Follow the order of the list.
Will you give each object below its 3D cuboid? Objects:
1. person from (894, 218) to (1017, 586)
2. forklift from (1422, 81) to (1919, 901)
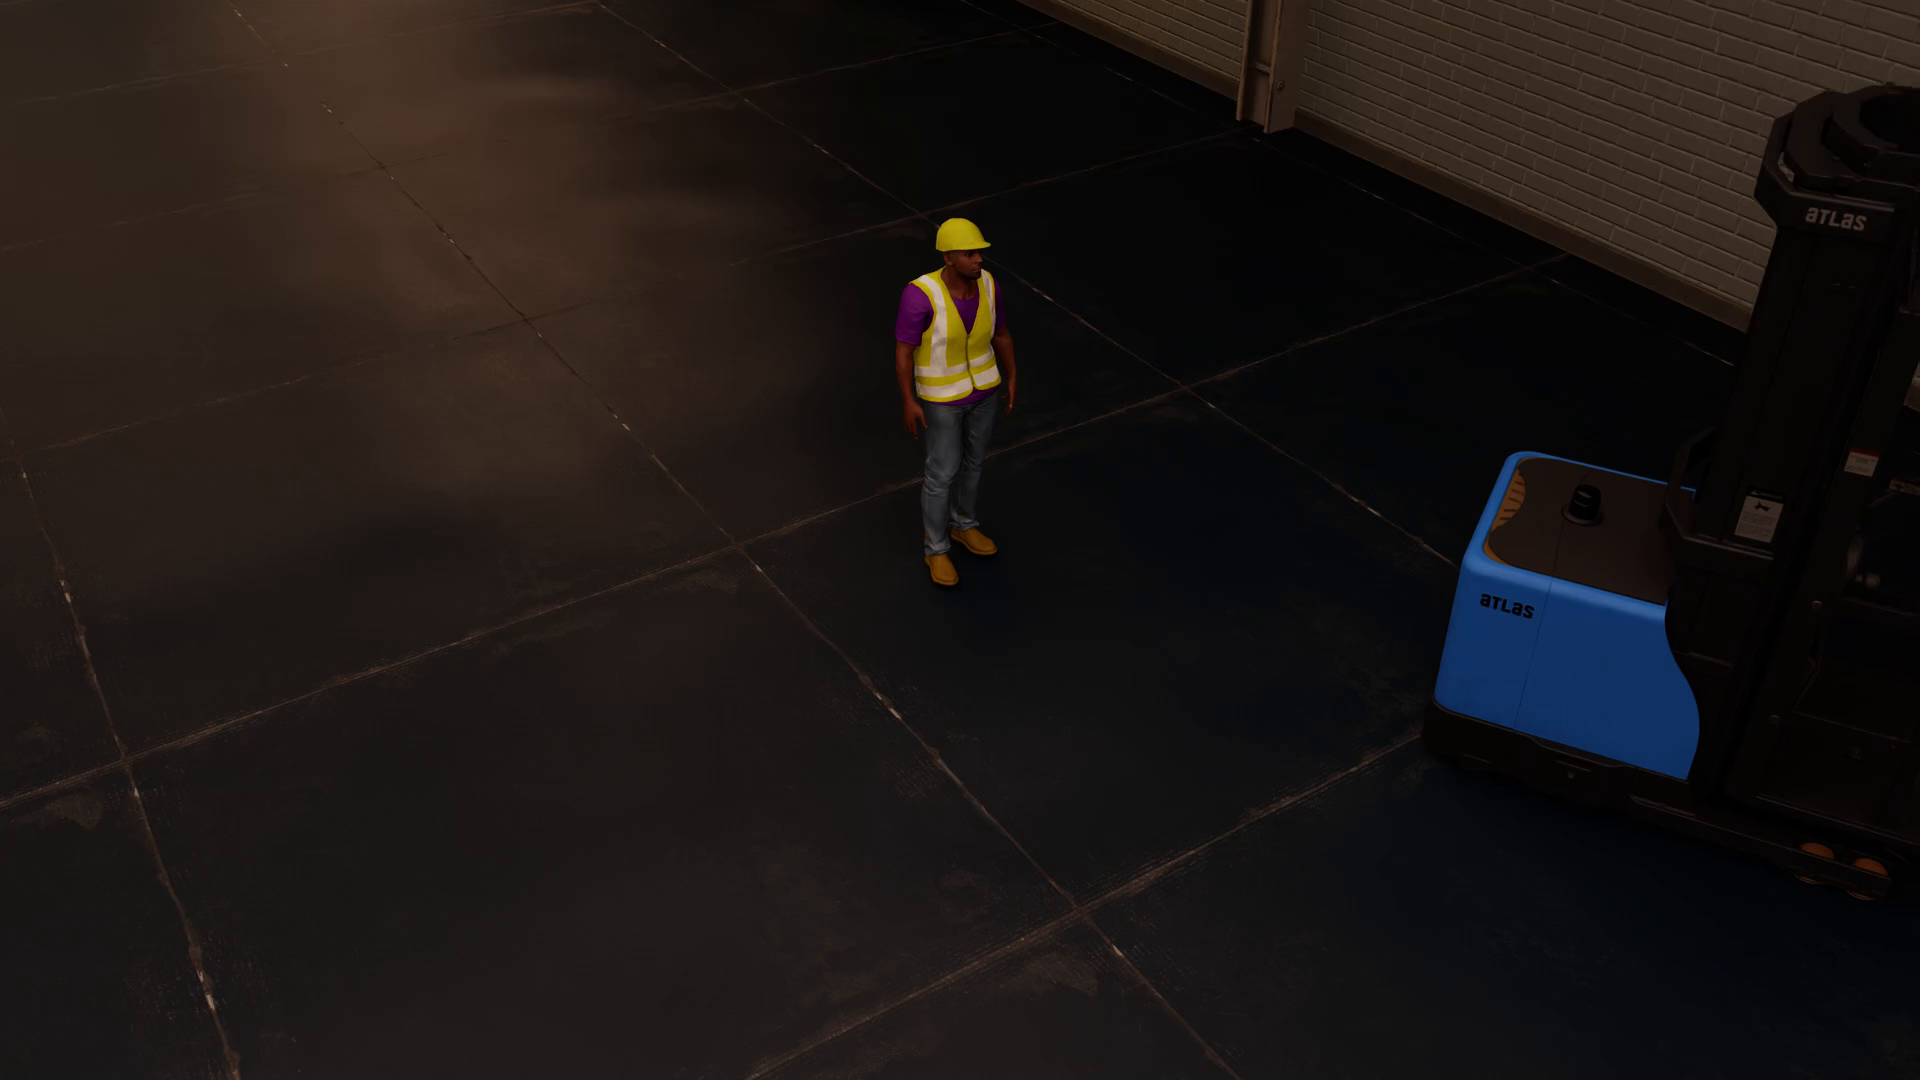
[{"bbox_3d":[0.034,-0.693,8.135,0.666,1.768,0.575,-21,40,-27],"label":"person"},{"bbox_3d":[3.588,-0.111,6.305,3.031,2.935,1.130,16,38,22],"label":"forklift"}]
